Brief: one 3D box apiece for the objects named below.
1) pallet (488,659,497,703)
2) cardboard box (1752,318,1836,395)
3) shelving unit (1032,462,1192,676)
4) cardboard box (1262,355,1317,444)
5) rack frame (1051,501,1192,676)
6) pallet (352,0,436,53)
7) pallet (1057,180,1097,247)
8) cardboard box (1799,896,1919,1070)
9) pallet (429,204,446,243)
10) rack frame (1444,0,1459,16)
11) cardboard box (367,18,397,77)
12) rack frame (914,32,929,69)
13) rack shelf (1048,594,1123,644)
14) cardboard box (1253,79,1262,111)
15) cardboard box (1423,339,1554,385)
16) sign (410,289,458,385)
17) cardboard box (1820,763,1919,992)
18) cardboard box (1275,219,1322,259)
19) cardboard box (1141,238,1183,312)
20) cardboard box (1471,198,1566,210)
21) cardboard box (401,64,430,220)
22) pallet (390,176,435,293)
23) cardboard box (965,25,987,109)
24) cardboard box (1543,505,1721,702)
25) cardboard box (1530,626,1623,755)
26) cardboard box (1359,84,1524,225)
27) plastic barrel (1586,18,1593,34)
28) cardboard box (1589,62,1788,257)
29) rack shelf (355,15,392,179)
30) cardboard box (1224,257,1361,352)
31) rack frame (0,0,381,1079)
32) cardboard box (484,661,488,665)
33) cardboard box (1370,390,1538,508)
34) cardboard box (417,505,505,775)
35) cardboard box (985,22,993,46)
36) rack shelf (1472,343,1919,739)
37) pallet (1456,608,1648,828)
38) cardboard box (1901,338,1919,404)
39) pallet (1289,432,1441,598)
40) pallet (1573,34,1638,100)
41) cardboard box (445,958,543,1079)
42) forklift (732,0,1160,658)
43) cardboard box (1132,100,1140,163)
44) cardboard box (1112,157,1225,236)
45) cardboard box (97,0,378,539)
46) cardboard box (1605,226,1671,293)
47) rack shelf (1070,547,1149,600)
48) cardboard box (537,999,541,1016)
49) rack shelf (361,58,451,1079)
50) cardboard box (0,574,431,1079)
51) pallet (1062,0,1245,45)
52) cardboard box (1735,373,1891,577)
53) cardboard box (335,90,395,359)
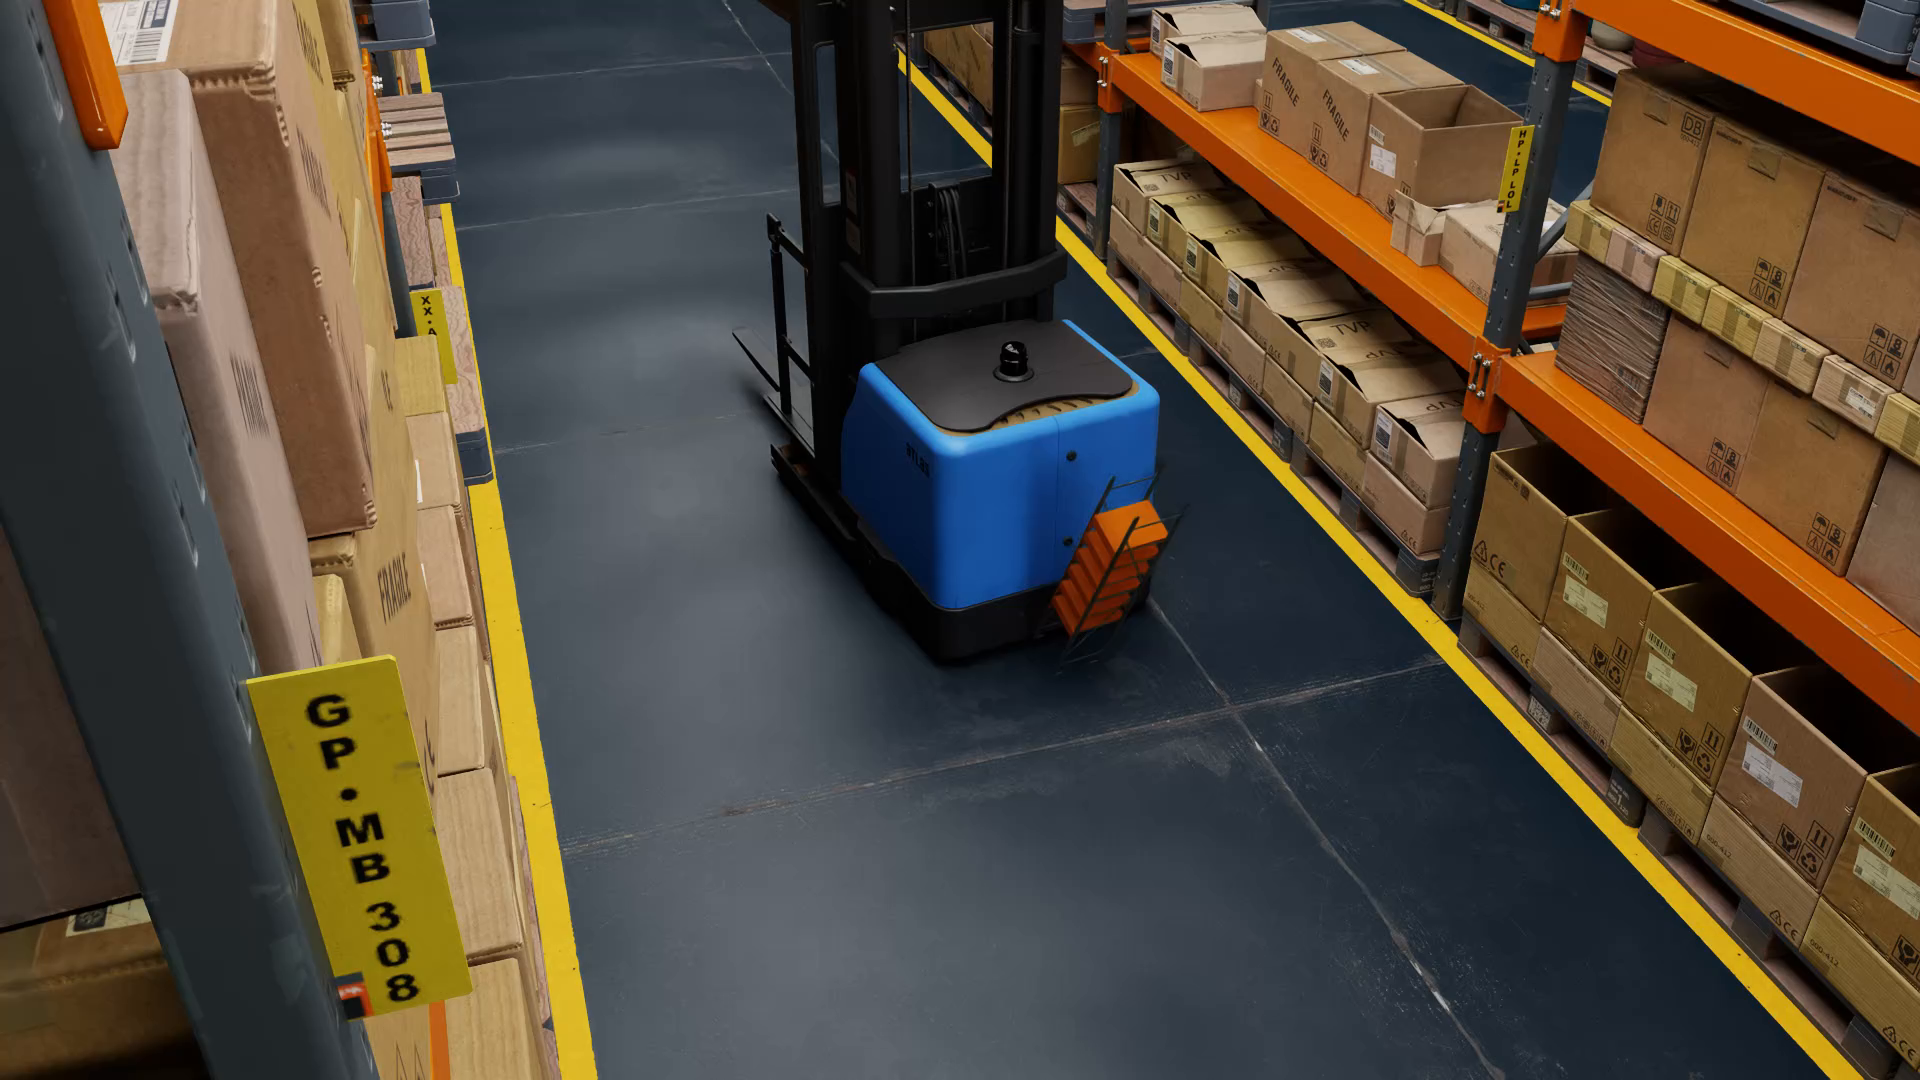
[{"bbox_3d":[-2.399,0.583,6.676,1.003,0.211,1.213,-10,35,-15],"label":"pallet"},{"bbox_3d":[2.767,-0.609,5.272,0.380,0.149,0.250,-11,35,-16],"label":"cardboard box"},{"bbox_3d":[0.569,0.138,6.486,0.258,1.200,0.189,-16,63,-22],"label":"shelving unit"},{"bbox_3d":[1.845,-0.738,8.260,0.500,0.250,0.500,-9,35,-14],"label":"cardboard box"},{"bbox_3d":[0.607,0.212,6.447,0.240,1.200,0.006,-16,63,-22],"label":"rack frame"},{"bbox_3d":[-2.247,-1.687,5.032,1.213,0.211,1.003,-10,35,-15],"label":"pallet"},{"bbox_3d":[1.145,-2.342,11.103,1.003,0.211,1.213,-10,35,-15],"label":"pallet"},{"bbox_3d":[3.013,1.311,5.159,0.500,0.250,0.500,-10,35,-15],"label":"cardboard box"},{"bbox_3d":[-3.917,-2.175,10.849,1.003,0.211,1.213,-10,35,-15],"label":"pallet"},{"bbox_3d":[4.835,-6.038,14.167,1.000,3.000,0.127,-10,35,-15],"label":"rack frame"},{"bbox_3d":[-3.285,-2.744,8.803,0.500,0.500,0.500,-9,35,-13],"label":"cardboard box"},{"bbox_3d":[0.116,-5.207,12.909,1.000,3.000,0.127,-10,35,-15],"label":"rack frame"},{"bbox_3d":[0.511,0.290,6.720,0.258,0.103,0.180,-16,63,-22],"label":"rack shelf"},{"bbox_3d":[1.779,-2.342,8.801,0.380,0.149,0.250,-8,34,-11],"label":"cardboard box"},{"bbox_3d":[2.520,-0.791,7.831,0.500,0.311,0.500,-10,35,-15],"label":"cardboard box"},{"bbox_3d":[-1.646,-0.628,5.195,0.100,0.325,0.005,-10,35,-15],"label":"sign"},{"bbox_3d":[3.011,0.998,4.951,0.500,0.500,0.500,-10,35,-15],"label":"cardboard box"},{"bbox_3d":[2.047,-1.598,9.052,0.500,0.311,0.500,-10,35,-15],"label":"cardboard box"},{"bbox_3d":[1.371,-1.547,9.483,0.500,0.250,0.500,-11,35,-16],"label":"cardboard box"},{"bbox_3d":[2.481,-1.402,7.378,0.380,0.149,0.250,-10,35,-15],"label":"cardboard box"},{"bbox_3d":[-3.741,-2.419,10.260,0.750,0.750,0.750,-10,35,-15],"label":"cardboard box"},{"bbox_3d":[-2.737,-1.160,6.958,1.003,0.211,1.213,-10,35,-15],"label":"pallet"},{"bbox_3d":[0.350,-3.511,12.211,0.500,0.500,0.500,-10,35,-14],"label":"cardboard box"},{"bbox_3d":[2.560,0.210,6.145,0.500,0.500,0.500,-10,35,-15],"label":"cardboard box"},{"bbox_3d":[2.557,0.523,6.351,0.500,0.250,0.500,-10,35,-15],"label":"cardboard box"},{"bbox_3d":[2.177,-1.731,7.558,0.500,0.500,0.500,-8,34,-11],"label":"cardboard box"},{"bbox_3d":[5.200,-4.678,13.630,0.600,0.901,0.708,-10,35,-15],"label":"plastic barrel"},{"bbox_3d":[2.698,-1.358,5.817,0.700,0.500,0.500,-10,35,-15],"label":"cardboard box"},{"bbox_3d":[-2.770,-2.173,6.250,1.077,0.370,4.000,-10,35,-15],"label":"rack shelf"},{"bbox_3d":[1.695,-1.232,8.499,0.500,0.311,0.500,-10,35,-15],"label":"cardboard box"},{"bbox_3d":[-0.937,-0.575,0.458,0.949,2.616,0.053,-10,35,-15],"label":"rack frame"},{"bbox_3d":[-1.583,0.343,4.628,0.500,0.250,0.500,-10,35,-15],"label":"cardboard box"},{"bbox_3d":[2.160,-0.433,7.289,0.500,0.311,0.500,-10,35,-15],"label":"cardboard box"},{"bbox_3d":[-1.420,0.293,4.023,0.500,0.500,0.500,-11,35,-16],"label":"cardboard box"},{"bbox_3d":[0.490,-3.577,11.631,0.500,0.250,0.500,-11,35,-16],"label":"cardboard box"},{"bbox_3d":[3.167,0.343,5.162,1.077,0.370,4.000,-10,35,-15],"label":"rack shelf"},{"bbox_3d":[2.759,0.581,6.679,1.003,0.211,1.213,-10,35,-15],"label":"pallet"},{"bbox_3d":[3.157,-0.567,4.621,0.700,0.500,0.500,-10,35,-15],"label":"cardboard box"},{"bbox_3d":[2.295,-0.224,7.897,1.003,0.211,1.213,-10,35,-15],"label":"pallet"},{"bbox_3d":[5.406,-3.821,13.341,1.003,0.211,1.213,-10,35,-15],"label":"pallet"},{"bbox_3d":[-0.941,1.107,2.791,0.500,0.500,0.500,-10,35,-15],"label":"cardboard box"},{"bbox_3d":[-0.276,-1.531,7.409,1.130,2.935,3.031,-15,36,-22],"label":"forklift"},{"bbox_3d":[1.305,-2.809,11.148,0.500,0.500,0.500,-11,35,-16],"label":"cardboard box"},{"bbox_3d":[1.216,-2.045,9.728,0.500,0.311,0.500,-9,34,-13],"label":"cardboard box"},{"bbox_3d":[-0.931,-0.305,1.755,0.500,0.500,0.500,-10,35,-15],"label":"cardboard box"},{"bbox_3d":[2.531,-1.014,5.884,0.380,0.149,0.250,-10,35,-14],"label":"cardboard box"},{"bbox_3d":[0.584,0.098,6.424,0.258,0.103,0.180,-16,63,-22],"label":"rack shelf"},{"bbox_3d":[-1.108,1.134,3.431,0.500,0.250,0.500,-11,35,-15],"label":"cardboard box"},{"bbox_3d":[-1.550,-0.073,3.072,1.077,0.370,4.000,-10,35,-15],"label":"rack shelf"},{"bbox_3d":[-0.804,0.409,1.580,0.500,0.500,0.500,-9,35,-13],"label":"cardboard box"},{"bbox_3d":[1.063,-3.371,10.305,1.213,0.211,1.003,-10,35,-15],"label":"pallet"},{"bbox_3d":[3.014,-0.277,5.357,0.700,0.500,0.500,-10,35,-14],"label":"cardboard box"},{"bbox_3d":[-1.280,-0.429,2.848,0.500,0.500,0.500,-8,34,-12],"label":"cardboard box"}]
